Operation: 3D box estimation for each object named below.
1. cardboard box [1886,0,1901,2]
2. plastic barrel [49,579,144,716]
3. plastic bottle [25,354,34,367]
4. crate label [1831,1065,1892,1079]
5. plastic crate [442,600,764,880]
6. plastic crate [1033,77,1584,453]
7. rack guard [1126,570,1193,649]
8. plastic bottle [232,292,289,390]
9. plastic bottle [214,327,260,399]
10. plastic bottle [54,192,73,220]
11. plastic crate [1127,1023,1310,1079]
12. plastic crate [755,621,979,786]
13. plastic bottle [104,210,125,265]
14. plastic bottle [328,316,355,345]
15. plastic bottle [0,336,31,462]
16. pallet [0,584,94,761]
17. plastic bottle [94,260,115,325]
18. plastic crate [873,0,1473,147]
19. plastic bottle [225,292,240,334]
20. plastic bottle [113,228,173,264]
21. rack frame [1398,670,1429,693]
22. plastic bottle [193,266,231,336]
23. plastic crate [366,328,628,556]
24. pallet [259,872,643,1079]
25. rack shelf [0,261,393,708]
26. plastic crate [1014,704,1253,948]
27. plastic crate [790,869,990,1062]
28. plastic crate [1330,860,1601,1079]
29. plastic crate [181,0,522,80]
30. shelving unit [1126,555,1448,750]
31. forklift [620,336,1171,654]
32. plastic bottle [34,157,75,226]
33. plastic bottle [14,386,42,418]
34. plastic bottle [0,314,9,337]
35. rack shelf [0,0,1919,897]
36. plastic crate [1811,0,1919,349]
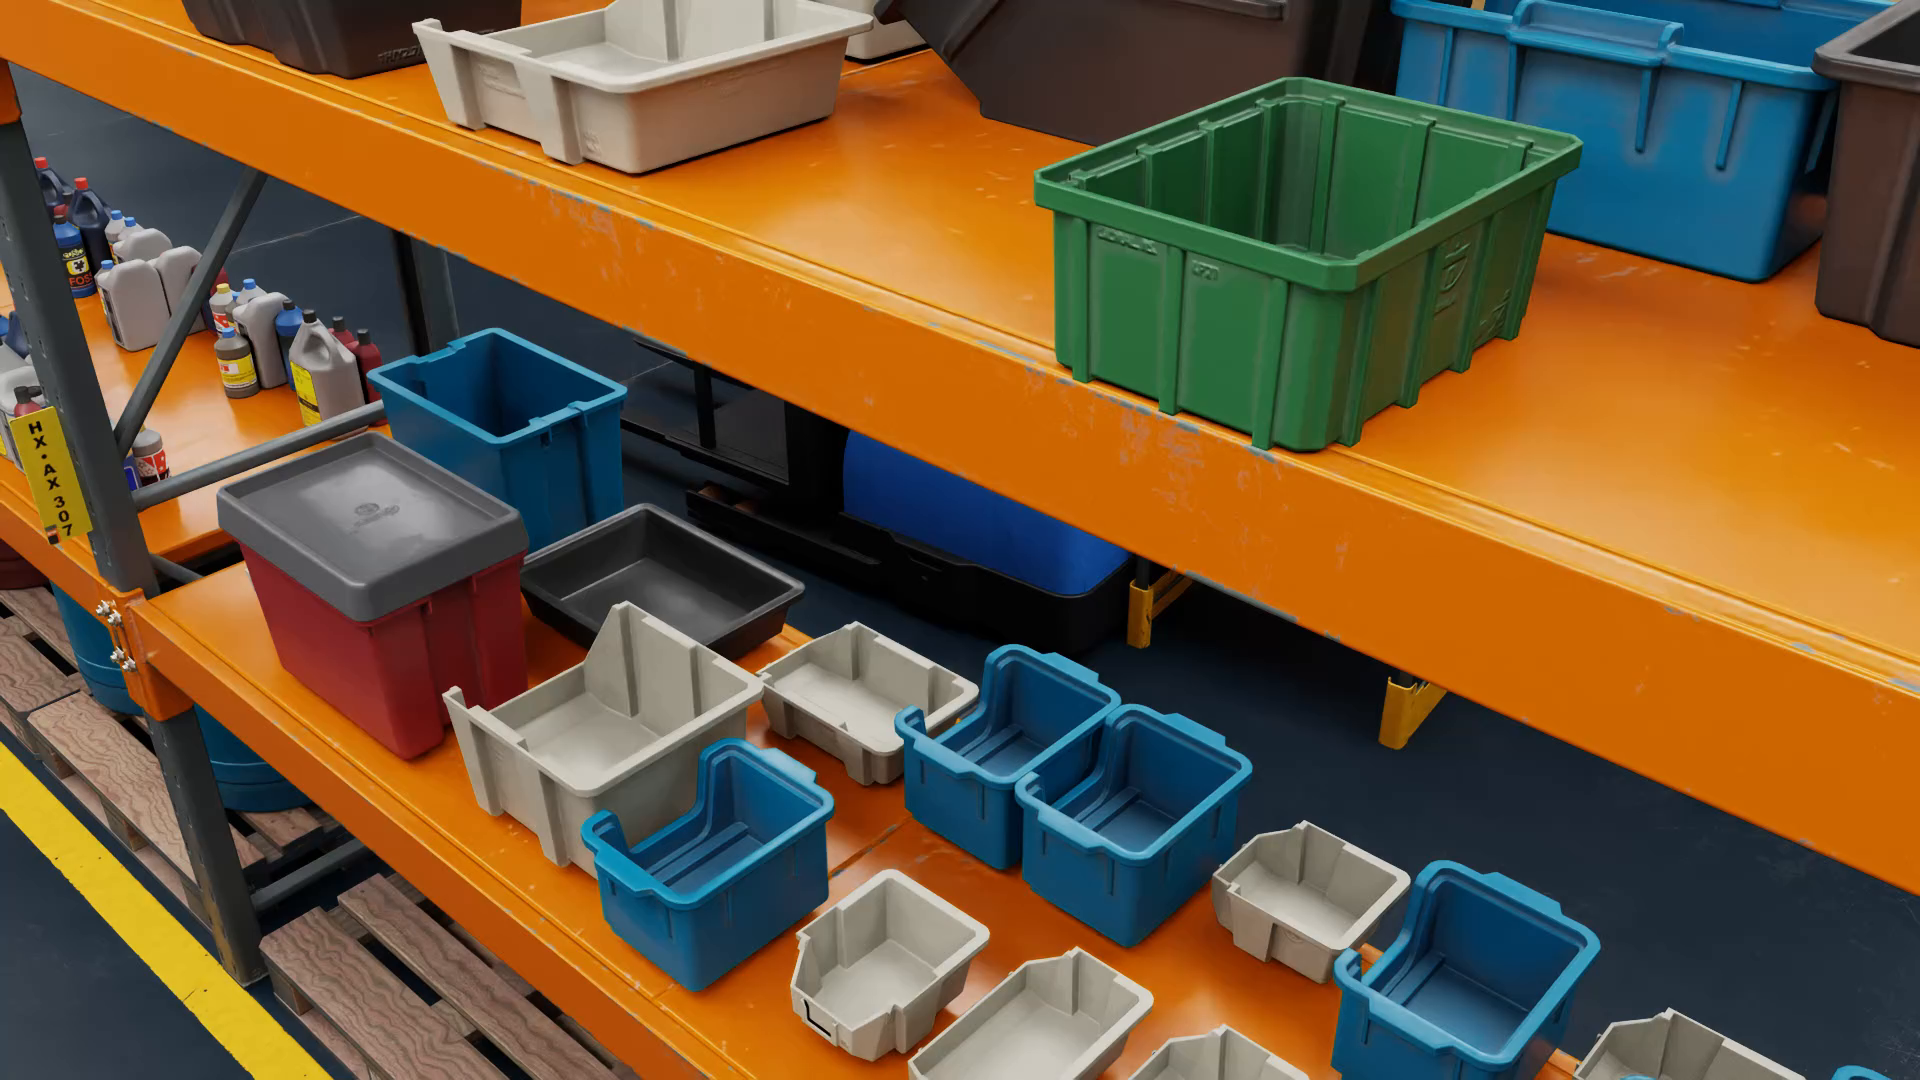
[{"bbox_3d":[3.304,-1.616,5.460,0.500,0.500,0.500,26,40,36],"label":"cardboard box"},{"bbox_3d":[-2.629,0.044,5.396,0.708,0.901,0.600,25,39,35],"label":"plastic barrel"},{"bbox_3d":[-2.516,-0.462,4.657,0.185,0.351,0.144,25,39,35],"label":"plastic bottle"},{"bbox_3d":[1.292,0.984,2.312,0.303,0.233,0.416,25,39,35],"label":"crate label"},{"bbox_3d":[-0.703,0.389,3.253,0.530,0.282,0.437,25,39,35],"label":"plastic crate"},{"bbox_3d":[0.331,-0.277,1.600,0.336,0.188,0.450,25,39,35],"label":"plastic crate"},{"bbox_3d":[0.811,0.162,6.239,0.087,0.250,0.587,21,37,31],"label":"rack guard"},{"bbox_3d":[-2.070,-0.615,4.983,0.135,0.276,0.152,25,39,35],"label":"plastic bottle"},{"bbox_3d":[-2.140,-0.529,4.912,0.097,0.201,0.097,0,31,0],"label":"plastic bottle"},{"bbox_3d":[-3.049,-1.064,5.722,0.133,0.283,0.061,25,39,35],"label":"plastic bottle"},{"bbox_3d":[0.323,0.917,2.515,0.243,0.136,0.396,25,39,35],"label":"plastic crate"},{"bbox_3d":[-0.219,0.340,3.475,0.466,0.136,0.293,25,39,35],"label":"plastic crate"},{"bbox_3d":[-2.797,-0.971,5.580,0.097,0.271,0.097,0,31,0],"label":"plastic bottle"},{"bbox_3d":[-1.796,-0.522,4.821,0.133,0.283,0.061,25,39,35],"label":"plastic bottle"},{"bbox_3d":[-2.613,-0.407,4.566,0.185,0.351,0.144,25,39,35],"label":"plastic bottle"},{"bbox_3d":[-3.164,0.254,6.123,1.213,0.211,1.003,25,39,35],"label":"pallet"},{"bbox_3d":[-2.728,-0.803,5.368,0.097,0.201,0.097,0,31,0],"label":"plastic bottle"},{"bbox_3d":[0.306,-0.743,2.228,0.767,0.338,0.504,25,39,35],"label":"plastic crate"},{"bbox_3d":[-2.210,-0.667,5.142,0.097,0.201,0.097,0,31,0],"label":"plastic bottle"},{"bbox_3d":[-2.658,-0.889,5.438,0.135,0.276,0.152,25,39,35],"label":"plastic bottle"},{"bbox_3d":[1.613,-0.068,5.409,0.032,1.500,0.500,21,37,31],"label":"rack frame"},{"bbox_3d":[-2.356,-0.783,5.255,0.133,0.283,0.061,25,39,35],"label":"plastic bottle"},{"bbox_3d":[-1.137,-0.223,4.170,0.575,0.384,0.392,25,39,35],"label":"plastic crate"},{"bbox_3d":[-1.140,1.199,4.554,1.213,0.211,1.003,25,39,35],"label":"pallet"},{"bbox_3d":[-3.194,-0.619,5.568,4.000,0.370,1.077,25,39,35],"label":"rack shelf"},{"bbox_3d":[0.316,0.528,3.069,0.300,0.233,0.416,25,39,35],"label":"plastic crate"},{"bbox_3d":[-0.132,0.735,2.818,0.250,0.136,0.298,25,39,35],"label":"plastic crate"},{"bbox_3d":[0.804,0.756,2.690,0.300,0.233,0.416,25,39,35],"label":"plastic crate"},{"bbox_3d":[-0.975,-0.930,2.604,0.590,0.269,0.497,25,39,35],"label":"plastic crate"},{"bbox_3d":[1.212,-0.221,5.663,1.083,1.500,0.587,21,37,31],"label":"shelving unit"},{"bbox_3d":[-0.503,-1.446,6.311,3.031,2.935,1.130,21,37,30],"label":"forklift"},{"bbox_3d":[-3.154,-1.155,5.808,0.185,0.351,0.144,25,39,35],"label":"plastic bottle"},{"bbox_3d":[-2.423,-0.261,4.388,0.133,0.283,0.061,25,39,35],"label":"plastic bottle"},{"bbox_3d":[-2.796,-0.548,4.877,0.097,0.271,0.097,0,31,0],"label":"plastic bottle"},{"bbox_3d":[-0.229,-0.520,2.495,4.000,0.370,1.077,25,39,35],"label":"rack shelf"},{"bbox_3d":[1.156,-0.320,1.592,0.590,0.269,0.497,25,39,35],"label":"plastic crate"}]
